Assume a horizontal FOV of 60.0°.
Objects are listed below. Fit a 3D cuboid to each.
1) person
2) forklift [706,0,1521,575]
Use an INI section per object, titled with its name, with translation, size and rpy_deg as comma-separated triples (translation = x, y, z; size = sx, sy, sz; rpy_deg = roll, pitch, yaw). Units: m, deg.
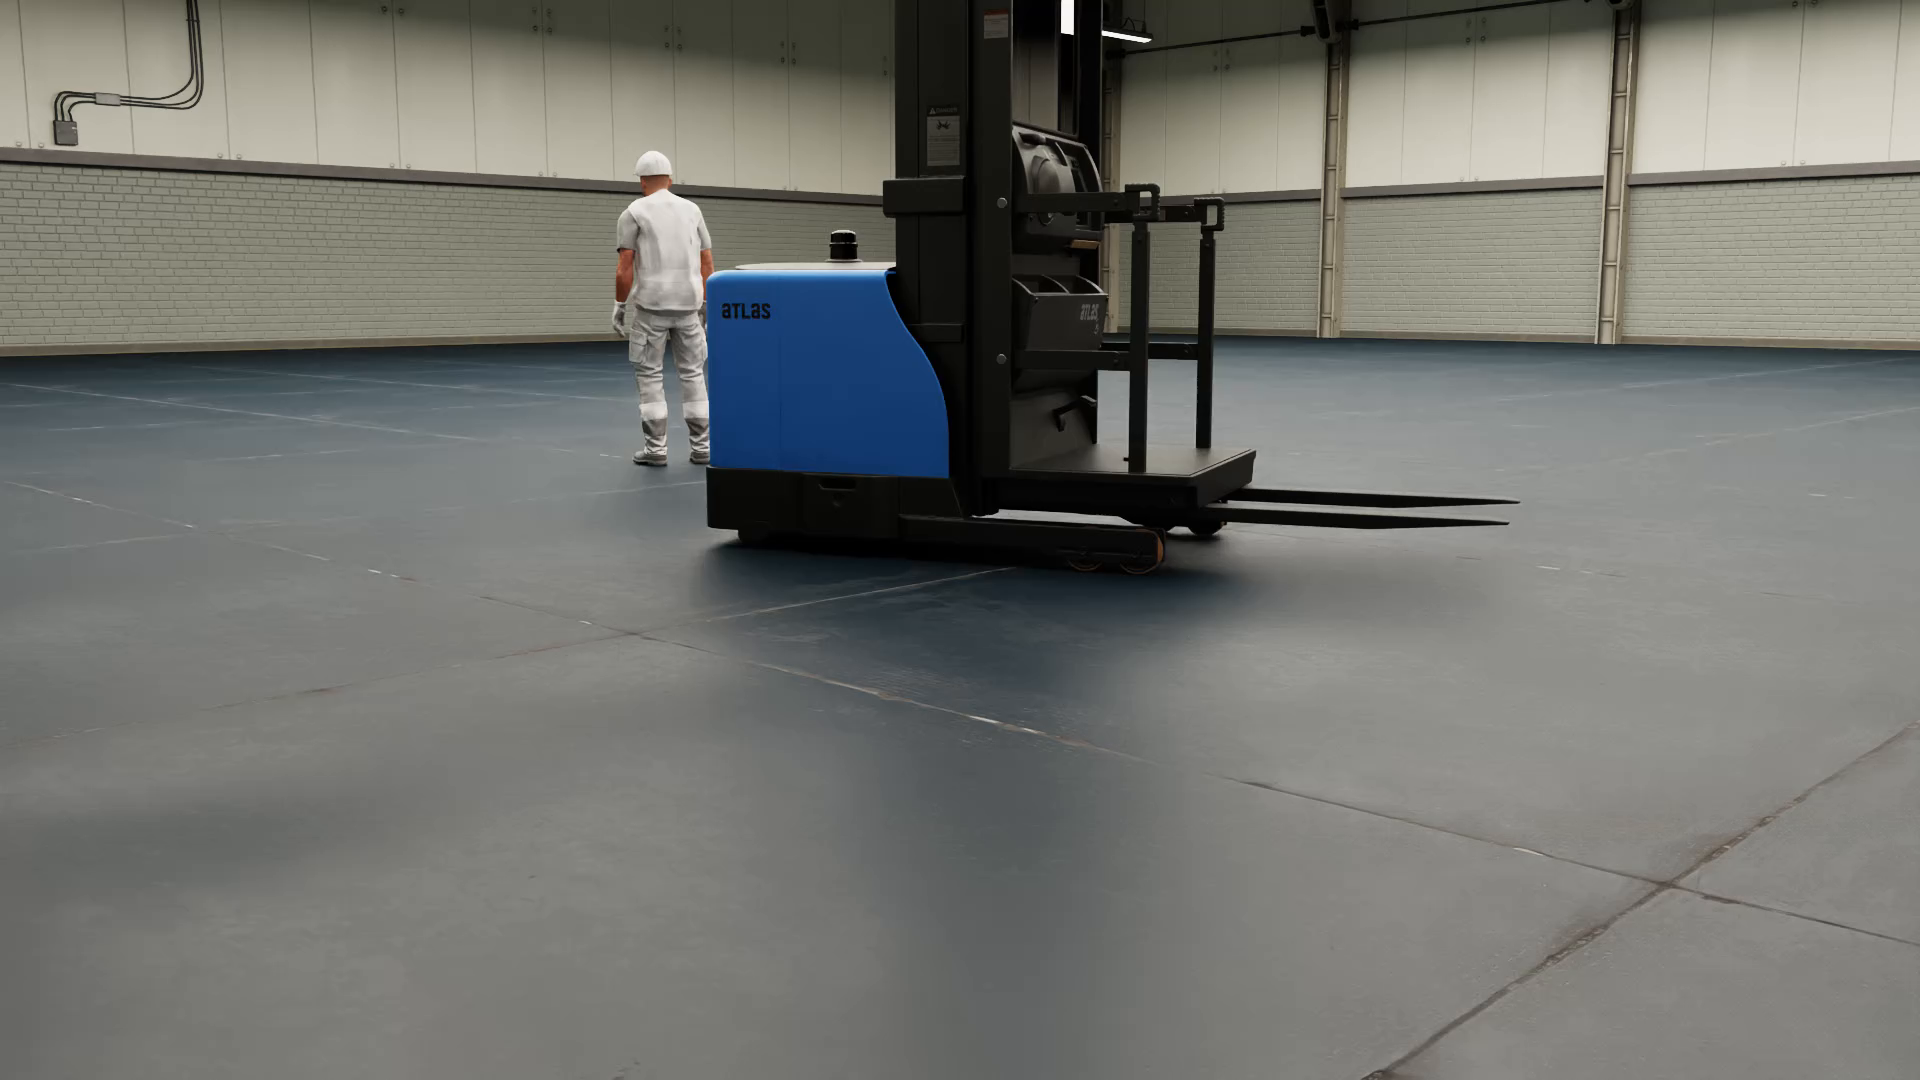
[person]
translation = -1.694, -1.323, 9.539
size = 0.623, 1.780, 0.446
rpy_deg = -5, 10, -30
[forklift]
translation = 0.565, -1.416, 6.275
size = 3.031, 2.935, 1.130
rpy_deg = 3, 9, 22
